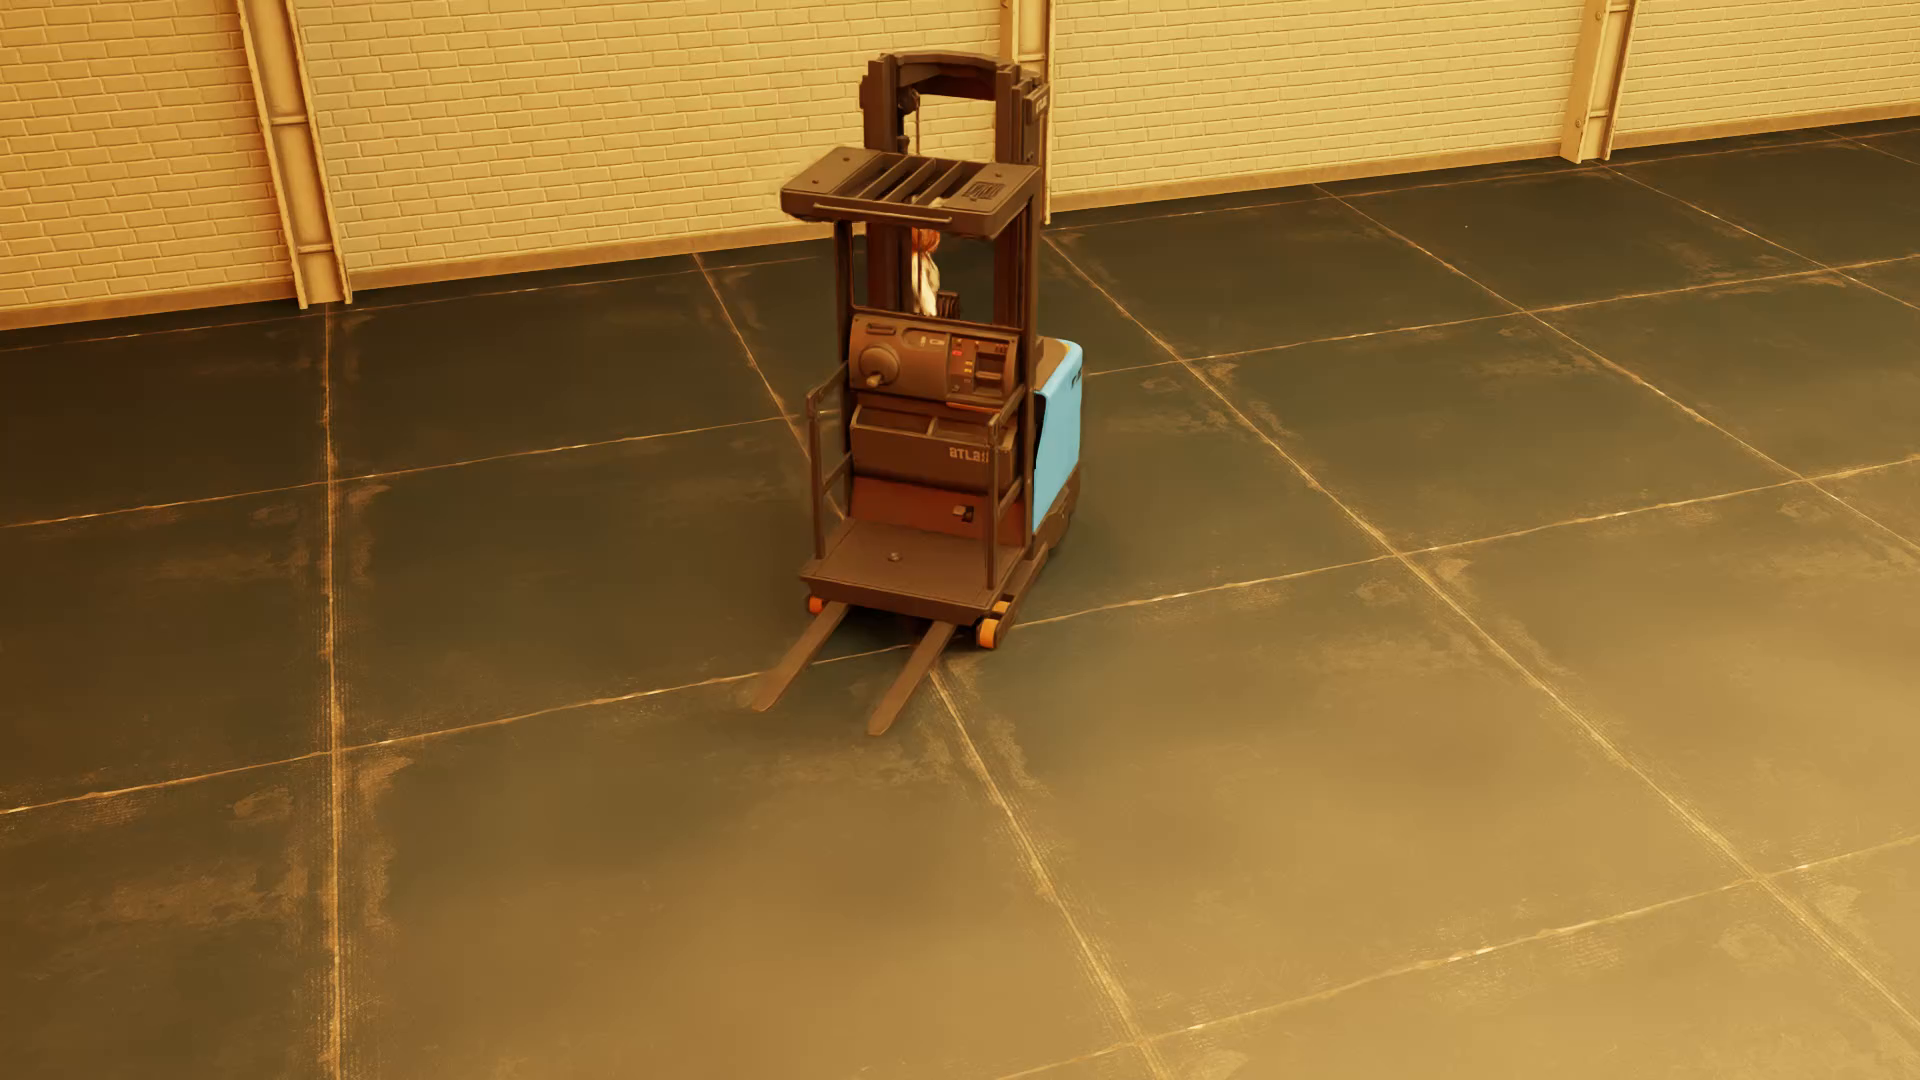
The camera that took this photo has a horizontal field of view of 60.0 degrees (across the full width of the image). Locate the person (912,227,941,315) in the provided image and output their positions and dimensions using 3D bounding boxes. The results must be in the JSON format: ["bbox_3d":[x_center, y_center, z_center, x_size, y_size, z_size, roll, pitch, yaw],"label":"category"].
[{"bbox_3d":[-0.156,-1.419,10.967,0.494,1.493,0.629,-1,30,-2],"label":"person"}]

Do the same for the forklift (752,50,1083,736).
[{"bbox_3d":[-0.213,-0.909,8.666,1.130,2.935,3.031,10,31,16],"label":"forklift"}]
